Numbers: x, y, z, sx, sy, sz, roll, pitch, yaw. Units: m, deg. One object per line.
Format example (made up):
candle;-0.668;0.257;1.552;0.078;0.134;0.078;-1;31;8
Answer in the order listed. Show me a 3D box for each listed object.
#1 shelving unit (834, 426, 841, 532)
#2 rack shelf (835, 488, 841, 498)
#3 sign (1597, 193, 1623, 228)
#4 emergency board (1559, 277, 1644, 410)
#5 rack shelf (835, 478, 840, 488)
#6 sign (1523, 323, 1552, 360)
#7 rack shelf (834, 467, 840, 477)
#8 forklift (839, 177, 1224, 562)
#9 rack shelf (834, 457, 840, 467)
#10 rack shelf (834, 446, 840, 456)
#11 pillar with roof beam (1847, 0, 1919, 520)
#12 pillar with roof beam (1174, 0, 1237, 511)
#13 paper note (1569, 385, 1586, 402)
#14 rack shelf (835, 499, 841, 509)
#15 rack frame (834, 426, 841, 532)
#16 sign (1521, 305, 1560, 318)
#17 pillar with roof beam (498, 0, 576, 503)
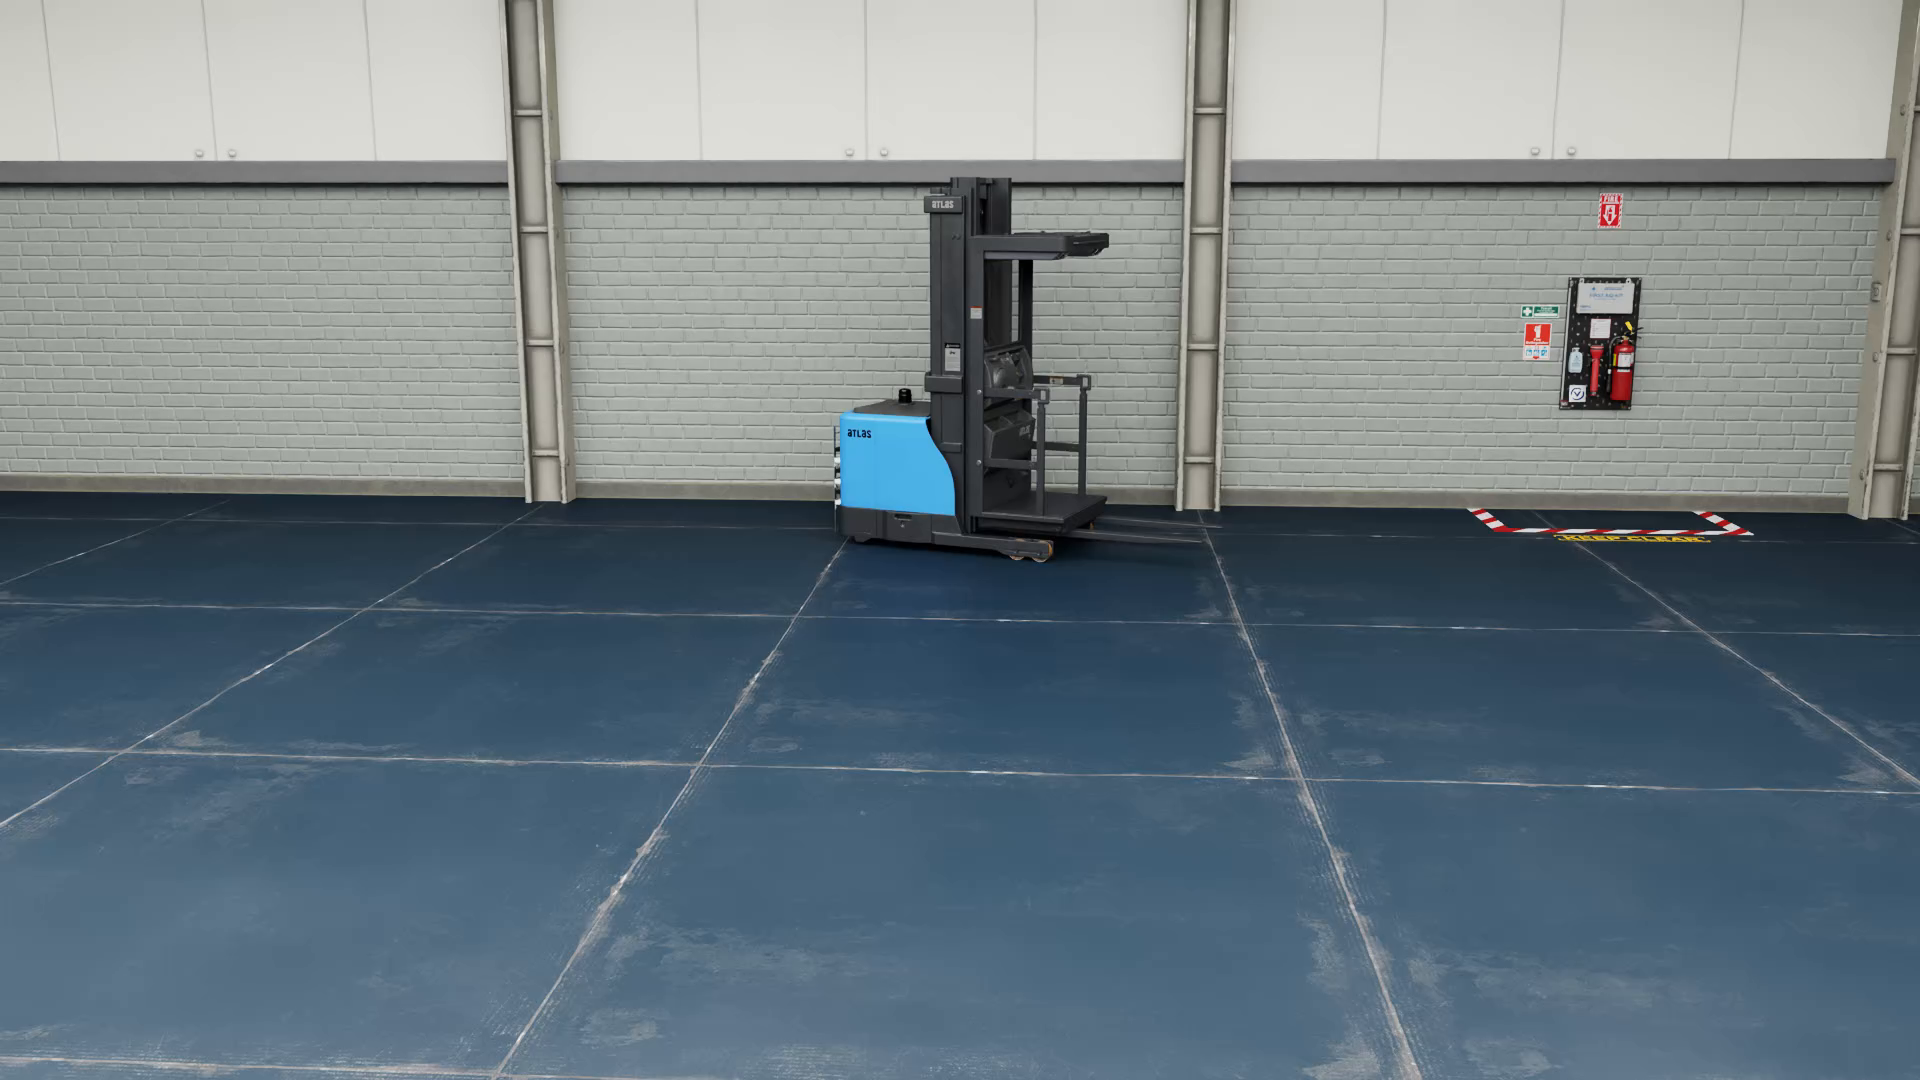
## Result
shelving unit;-0.916;-0.526;14.083;0.210;0.900;0.258;5;13;23
rack shelf;-0.916;-0.405;14.108;0.200;0.077;0.258;5;13;23
sign;5.684;-2.877;14.534;0.199;0.298;0.001;1;12;4
emergency board;5.685;-1.722;14.674;0.643;1.169;0.194;1;12;4
rack shelf;-0.916;-0.493;14.090;0.200;0.077;0.258;5;13;23
sign;5.140;-1.768;14.807;0.234;0.329;0.001;1;12;4
rack shelf;-0.916;-0.581;14.071;0.200;0.077;0.258;5;13;23
forklift;0.573;-1.384;13.228;3.031;2.935;1.130;5;13;23
rack shelf;-0.916;-0.669;14.053;0.200;0.077;0.258;5;13;23
rack shelf;-0.916;-0.757;14.034;0.200;0.077;0.258;5;13;23
pillar with roof beam;7.860;-3.737;9.656;0.400;9.000;9.100;1;12;4
pillar with roof beam;1.874;-3.819;10.049;0.400;9.000;9.100;1;12;4
paper note;5.513;-1.307;14.843;0.142;0.148;0.016;1;12;4
rack shelf;-0.916;-0.317;14.126;0.200;0.077;0.258;5;13;23
rack frame;-1.009;-0.534;14.122;0.006;0.900;0.240;5;13;23
sign;5.144;-2.026;14.744;0.331;0.109;0.001;1;12;4
pillar with roof beam;-4.113;-3.901;10.441;0.400;9.000;9.100;1;12;4
